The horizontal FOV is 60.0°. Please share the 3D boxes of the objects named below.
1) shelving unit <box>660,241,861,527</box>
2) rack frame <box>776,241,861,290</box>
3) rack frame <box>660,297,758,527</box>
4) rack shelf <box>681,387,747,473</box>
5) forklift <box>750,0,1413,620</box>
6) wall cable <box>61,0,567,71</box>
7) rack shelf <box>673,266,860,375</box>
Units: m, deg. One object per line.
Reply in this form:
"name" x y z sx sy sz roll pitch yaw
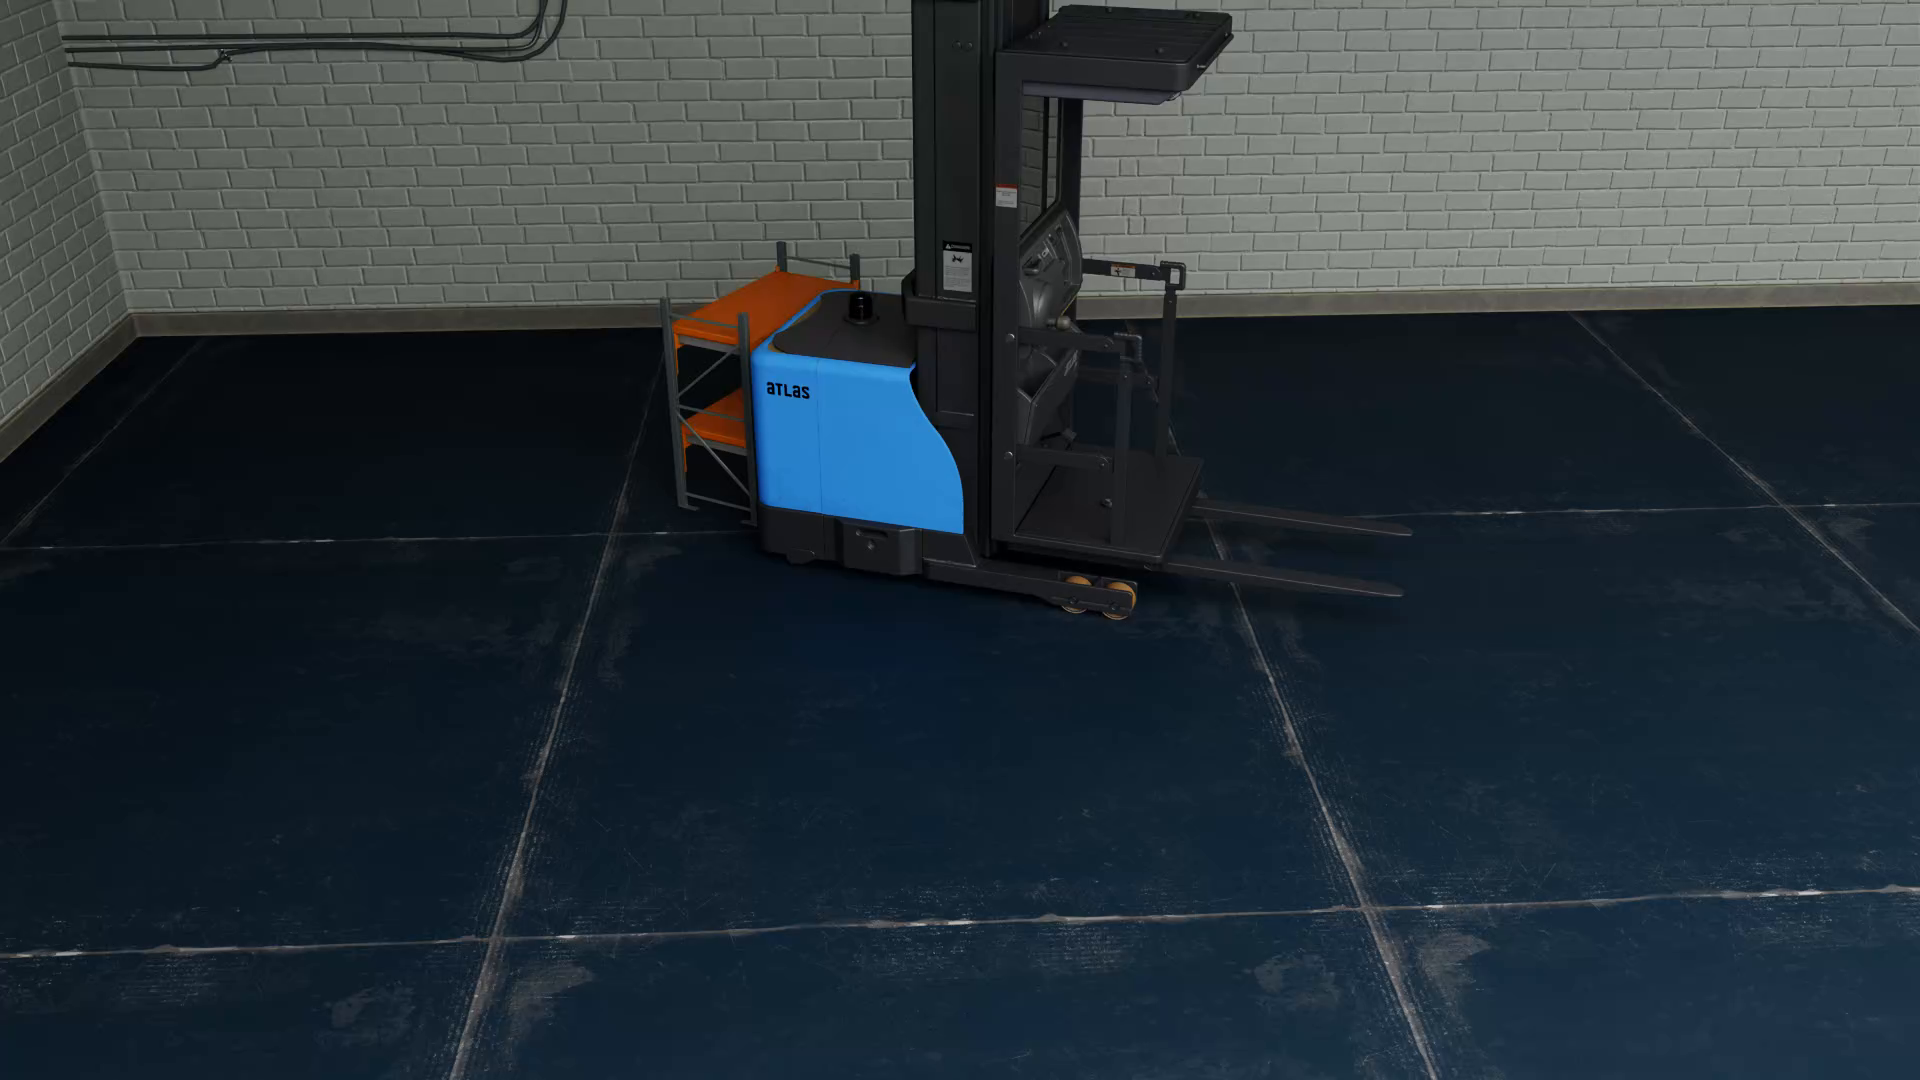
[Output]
"shelving unit" -0.990 -0.832 8.628 0.538 1.125 1.048 14 31 25
"rack frame" -0.751 -1.039 9.025 0.500 1.125 0.032 14 31 25
"rack frame" -1.229 -0.624 8.230 0.500 1.125 0.032 14 31 25
"rack shelf" -0.990 -0.615 8.741 0.538 0.278 1.000 14 31 25
"forklift" 0.597 -1.213 7.406 3.031 2.935 1.130 8 29 15
"wall cable" -3.888 -3.954 9.458 3.097 2.526 0.112 -1 28 -3
"rack shelf" -0.990 -1.091 8.492 0.538 0.278 1.000 14 31 25
